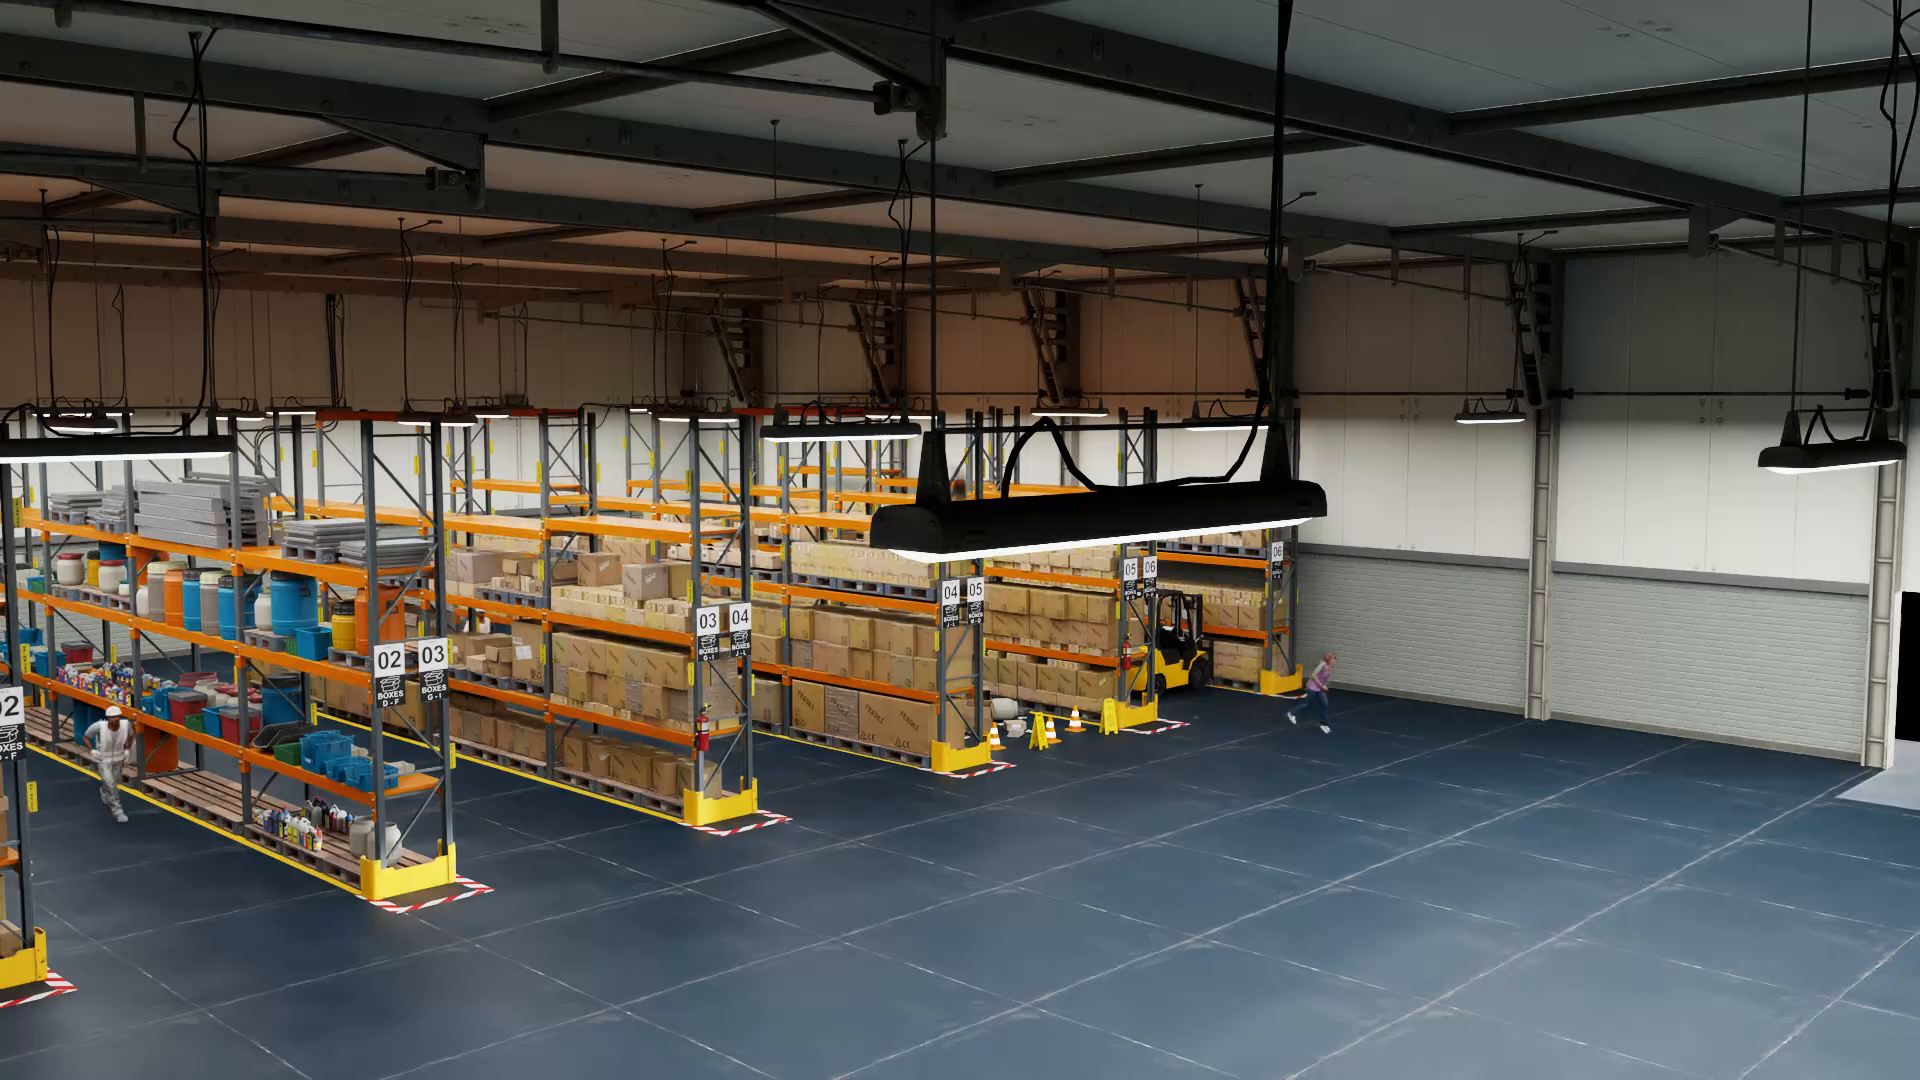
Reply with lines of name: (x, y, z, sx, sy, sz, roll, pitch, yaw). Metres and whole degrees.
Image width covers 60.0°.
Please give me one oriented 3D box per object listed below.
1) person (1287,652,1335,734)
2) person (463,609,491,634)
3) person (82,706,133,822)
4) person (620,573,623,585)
person: (6.587, 2.830, 31.191, 0.915, 1.547, 0.570, 3, 6, 32)
person: (-10.350, 2.296, 35.745, 0.725, 1.756, 0.990, -5, 7, -43)
person: (-12.683, 3.277, 24.759, 0.691, 1.716, 1.043, -4, 7, -41)
person: (-8.787, 1.590, 43.719, 0.753, 1.857, 0.682, -3, 6, -27)
